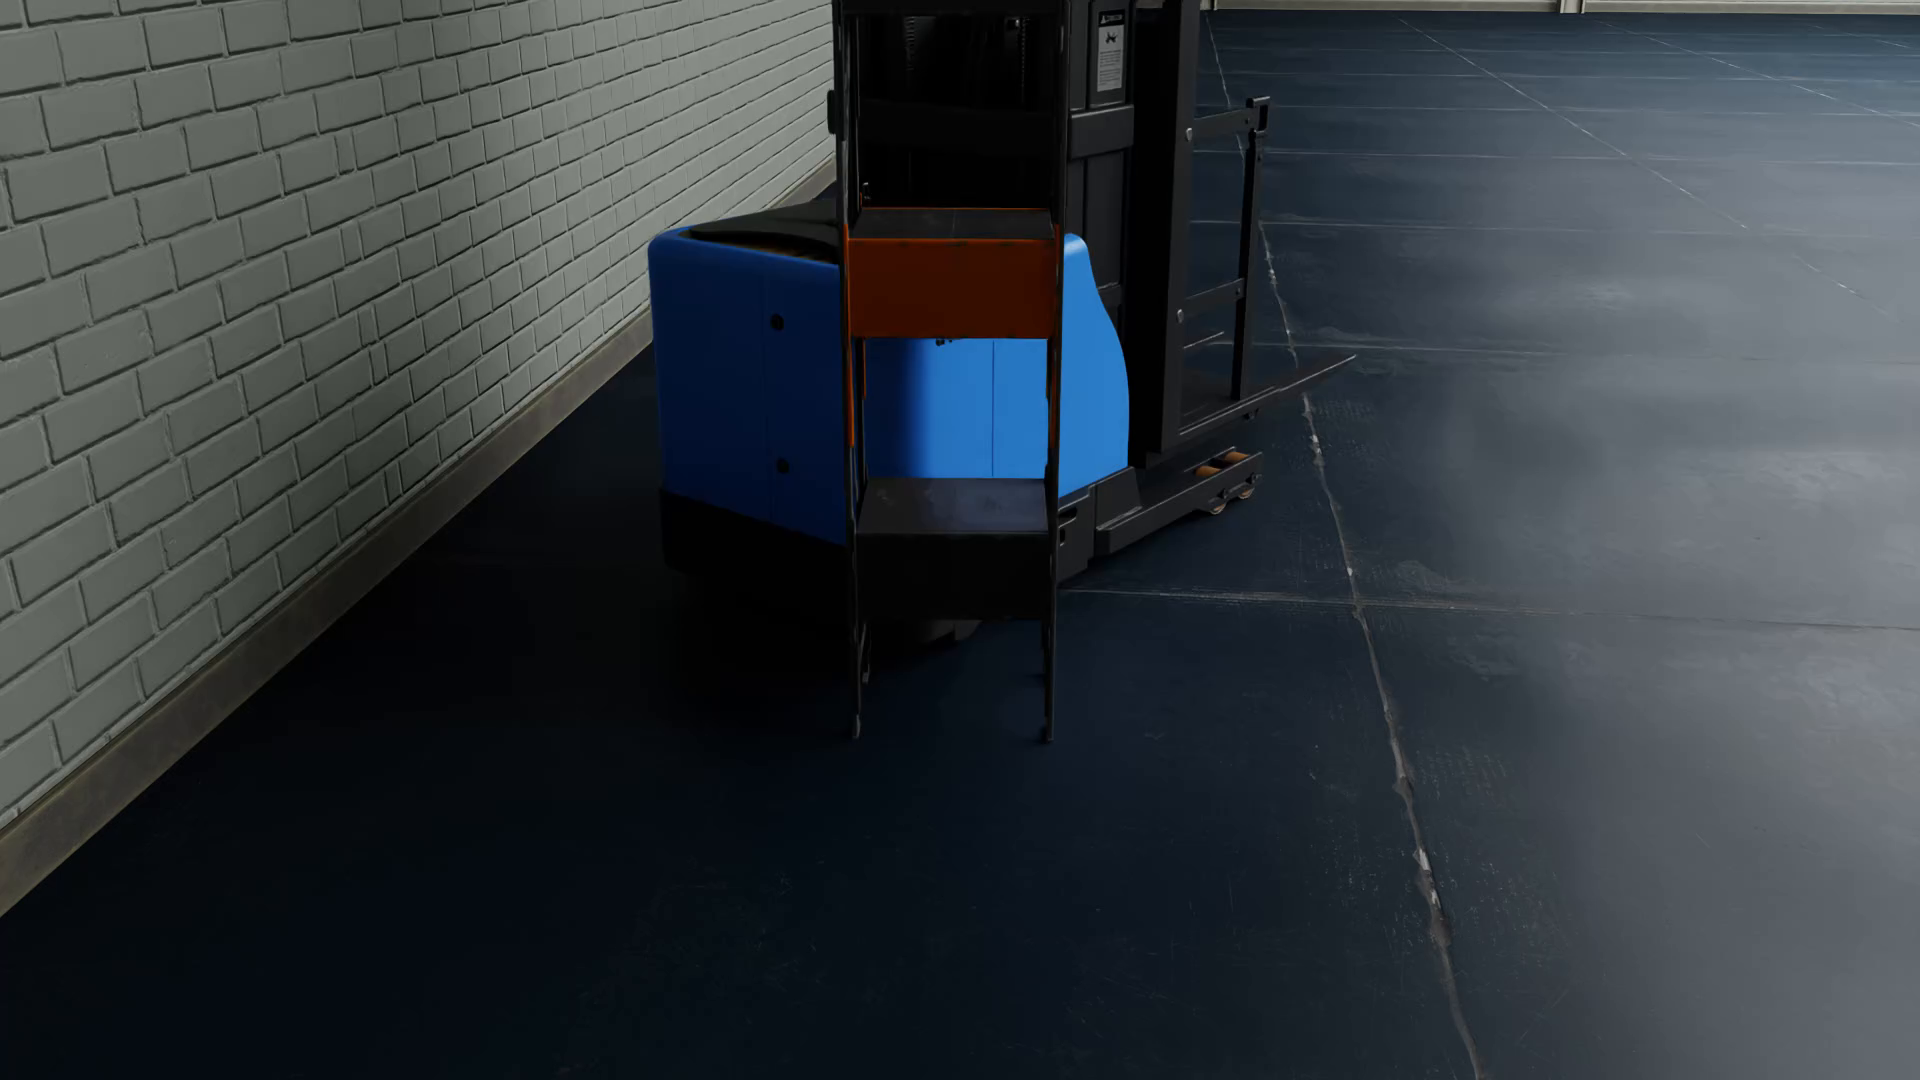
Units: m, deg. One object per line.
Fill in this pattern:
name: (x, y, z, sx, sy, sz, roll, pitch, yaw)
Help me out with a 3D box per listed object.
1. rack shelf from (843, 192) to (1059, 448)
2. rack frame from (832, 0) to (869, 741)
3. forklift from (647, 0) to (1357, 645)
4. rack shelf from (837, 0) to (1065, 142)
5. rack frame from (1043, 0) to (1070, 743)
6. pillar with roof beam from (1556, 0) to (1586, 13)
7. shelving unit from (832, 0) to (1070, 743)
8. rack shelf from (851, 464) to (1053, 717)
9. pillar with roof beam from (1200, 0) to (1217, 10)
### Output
rack shelf: (-0.015, -0.531, 3.965, 0.480, 0.518, 0.431, 0, 22, 1)
rack frame: (-0.259, -0.546, 3.965, 0.015, 2.100, 0.400, 0, 22, 1)
forklift: (0.403, -1.549, 5.372, 1.130, 2.935, 3.031, 16, 27, 35)
rack shelf: (-0.015, -1.182, 3.708, 0.480, 0.518, 0.431, 0, 22, 1)
rack frame: (0.229, -0.542, 3.955, 0.015, 2.100, 0.400, 0, 22, 1)
pillar with roof beam: (9.605, -11.359, 21.932, 0.400, 9.000, 9.100, 2, 22, 6)
shelving unit: (-0.015, -0.544, 3.960, 0.503, 2.100, 0.431, 0, 22, 1)
rack shelf: (-0.015, 0.120, 4.222, 0.480, 0.518, 0.431, 0, 22, 1)
pillar with roof beam: (3.647, -11.619, 22.589, 0.400, 9.000, 9.100, 2, 22, 6)
